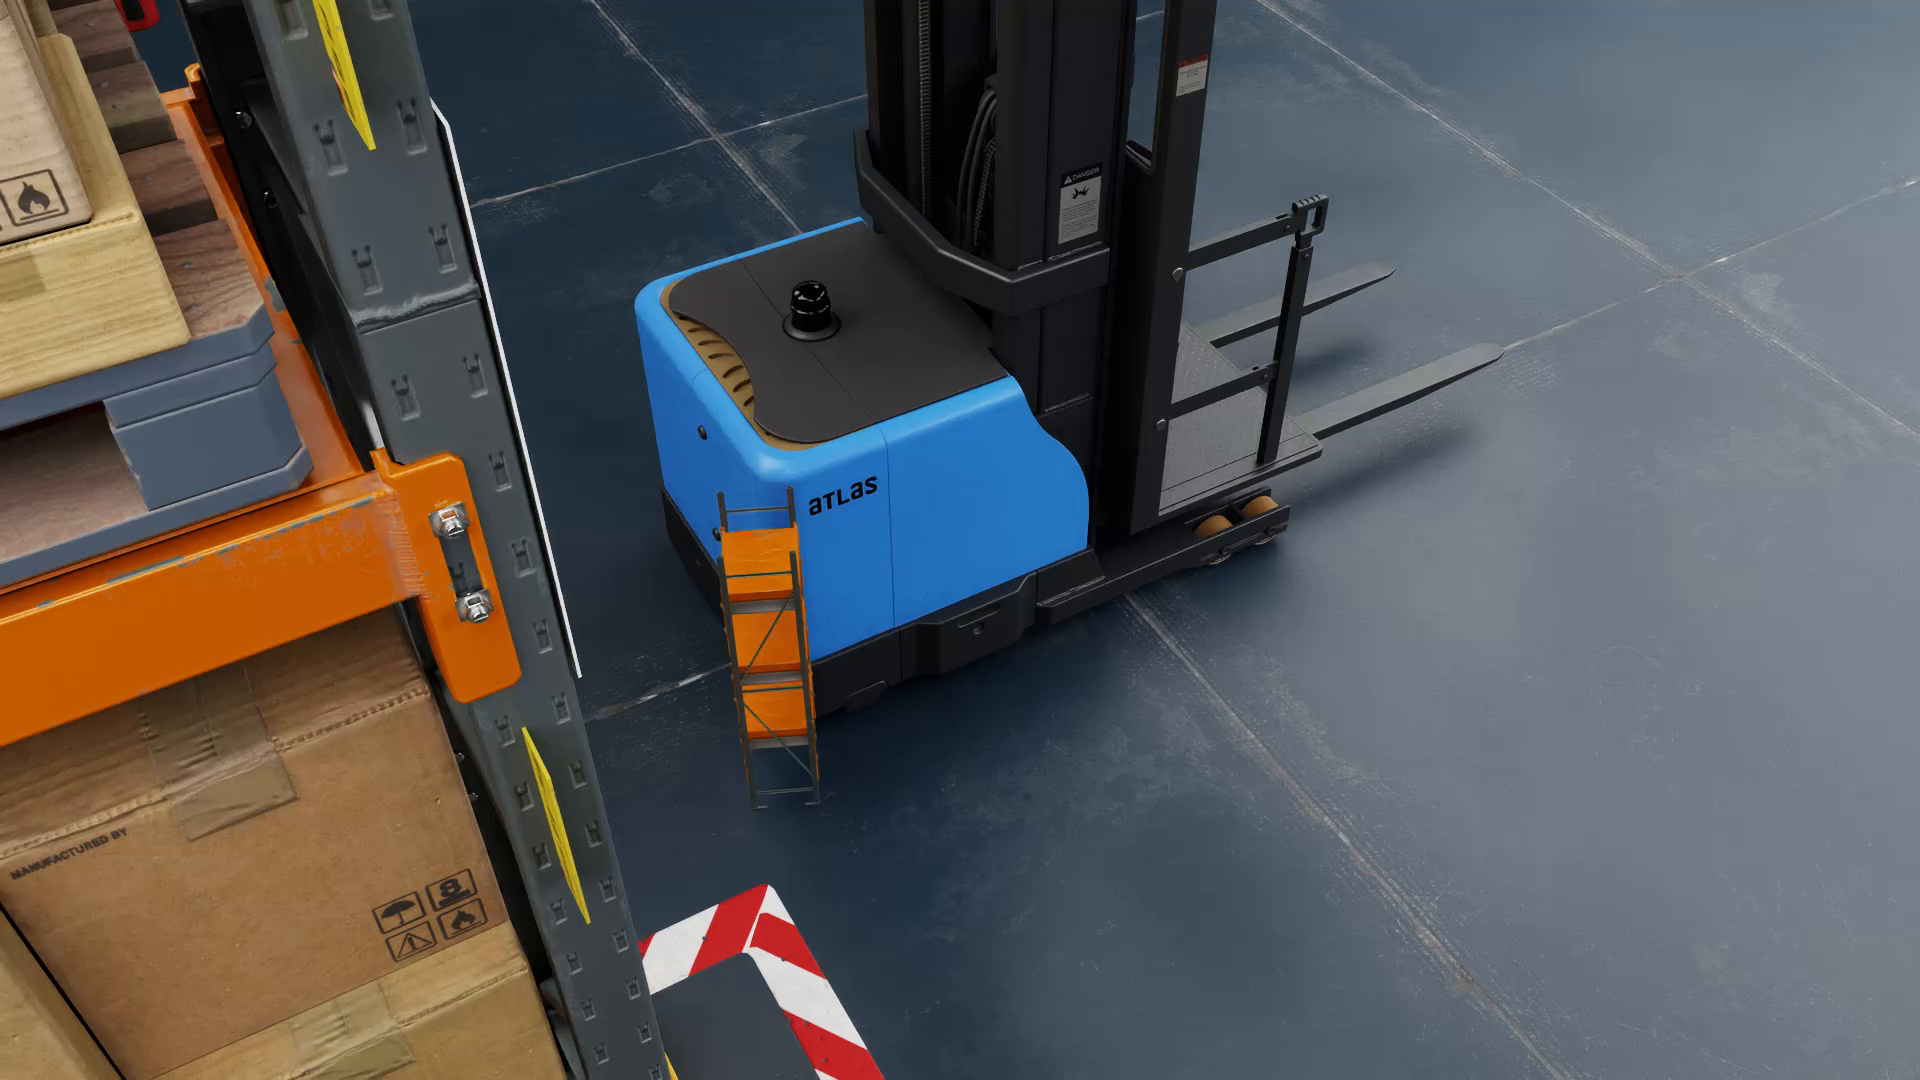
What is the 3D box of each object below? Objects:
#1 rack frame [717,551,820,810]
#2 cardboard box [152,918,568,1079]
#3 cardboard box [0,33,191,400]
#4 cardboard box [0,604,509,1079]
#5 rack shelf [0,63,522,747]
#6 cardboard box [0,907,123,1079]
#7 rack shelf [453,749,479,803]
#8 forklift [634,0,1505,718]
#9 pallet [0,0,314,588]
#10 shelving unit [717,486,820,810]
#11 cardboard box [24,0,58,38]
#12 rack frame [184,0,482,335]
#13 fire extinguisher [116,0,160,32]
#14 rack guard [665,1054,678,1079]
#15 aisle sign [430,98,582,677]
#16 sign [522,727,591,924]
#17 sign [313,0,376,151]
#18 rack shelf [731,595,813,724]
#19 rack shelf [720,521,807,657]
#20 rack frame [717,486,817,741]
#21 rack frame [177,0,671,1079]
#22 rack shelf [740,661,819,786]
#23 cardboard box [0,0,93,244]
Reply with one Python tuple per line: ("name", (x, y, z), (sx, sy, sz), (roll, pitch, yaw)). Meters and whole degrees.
("rack frame", (-0.515, 0.413, 4.570), (0.200, 1.050, 0.008), (-4, 44, -4))
("cardboard box", (-1.091, 0.652, 2.817), (0.550, 0.550, 0.875), (-22, 48, -21))
("cardboard box", (-0.912, -0.303, 1.562), (0.250, 0.149, 0.380), (-22, 48, -21))
("cardboard box", (-1.133, 0.213, 2.493), (0.550, 0.550, 0.875), (-22, 48, -21))
("rack shelf", (-2.526, 0.425, 1.521), (4.000, 0.370, 1.077), (-22, 48, -21))
("cardboard box", (-1.564, 0.460, 2.239), (0.550, 0.550, 0.875), (-22, 48, -21))
("rack shelf", (-2.526, 1.502, 2.566), (4.000, 0.370, 1.077), (-22, 48, -21))
("forklift", (0.540, -1.268, 4.952), (3.031, 2.935, 1.130), (-22, 48, -21))
("pallet", (-1.430, -0.231, 1.745), (1.213, 0.211, 1.003), (-22, 48, -21))
("shelving unit", (-0.528, 0.329, 4.657), (0.215, 1.050, 0.252), (-4, 44, -4))
("cardboard box", (-1.249, -0.698, 1.969), (0.250, 0.149, 0.380), (-21, 48, -21))
("rack frame", (-0.792, -1.603, 0.941), (0.127, 3.000, 1.000), (-22, 48, -21))
("fire extinguisher", (-3.017, -2.138, 5.855), (0.183, 0.674, 0.296), (-22, 48, -21))
("rack guard", (-0.771, 1.438, 3.909), (0.348, 0.500, 1.175), (-22, 48, -21))
("aisle sign", (-0.581, -0.227, 1.963), (0.004, 0.787, 0.394), (-22, 48, -21))
("sign", (-0.534, 0.381, 2.202), (0.005, 0.325, 0.100), (-22, 48, -21))
("sign", (-0.534, -0.484, 1.362), (0.005, 0.325, 0.100), (-22, 48, -21))
("rack shelf", (-0.528, 0.336, 4.665), (0.215, 0.259, 0.240), (-4, 44, -4))
("rack shelf", (-0.528, 0.133, 4.467), (0.215, 0.259, 0.240), (-4, 44, -4))
("rack frame", (-0.540, 0.244, 4.745), (0.200, 1.050, 0.008), (-4, 44, -4))
("rack frame", (-0.792, 0.549, 3.030), (0.127, 3.000, 1.000), (-22, 48, -21))
("rack shelf", (-0.528, 0.536, 4.858), (0.215, 0.259, 0.240), (-4, 44, -4))
("cardboard box", (-1.077, -0.428, 1.404), (0.500, 0.250, 0.500), (-21, 48, -20))
